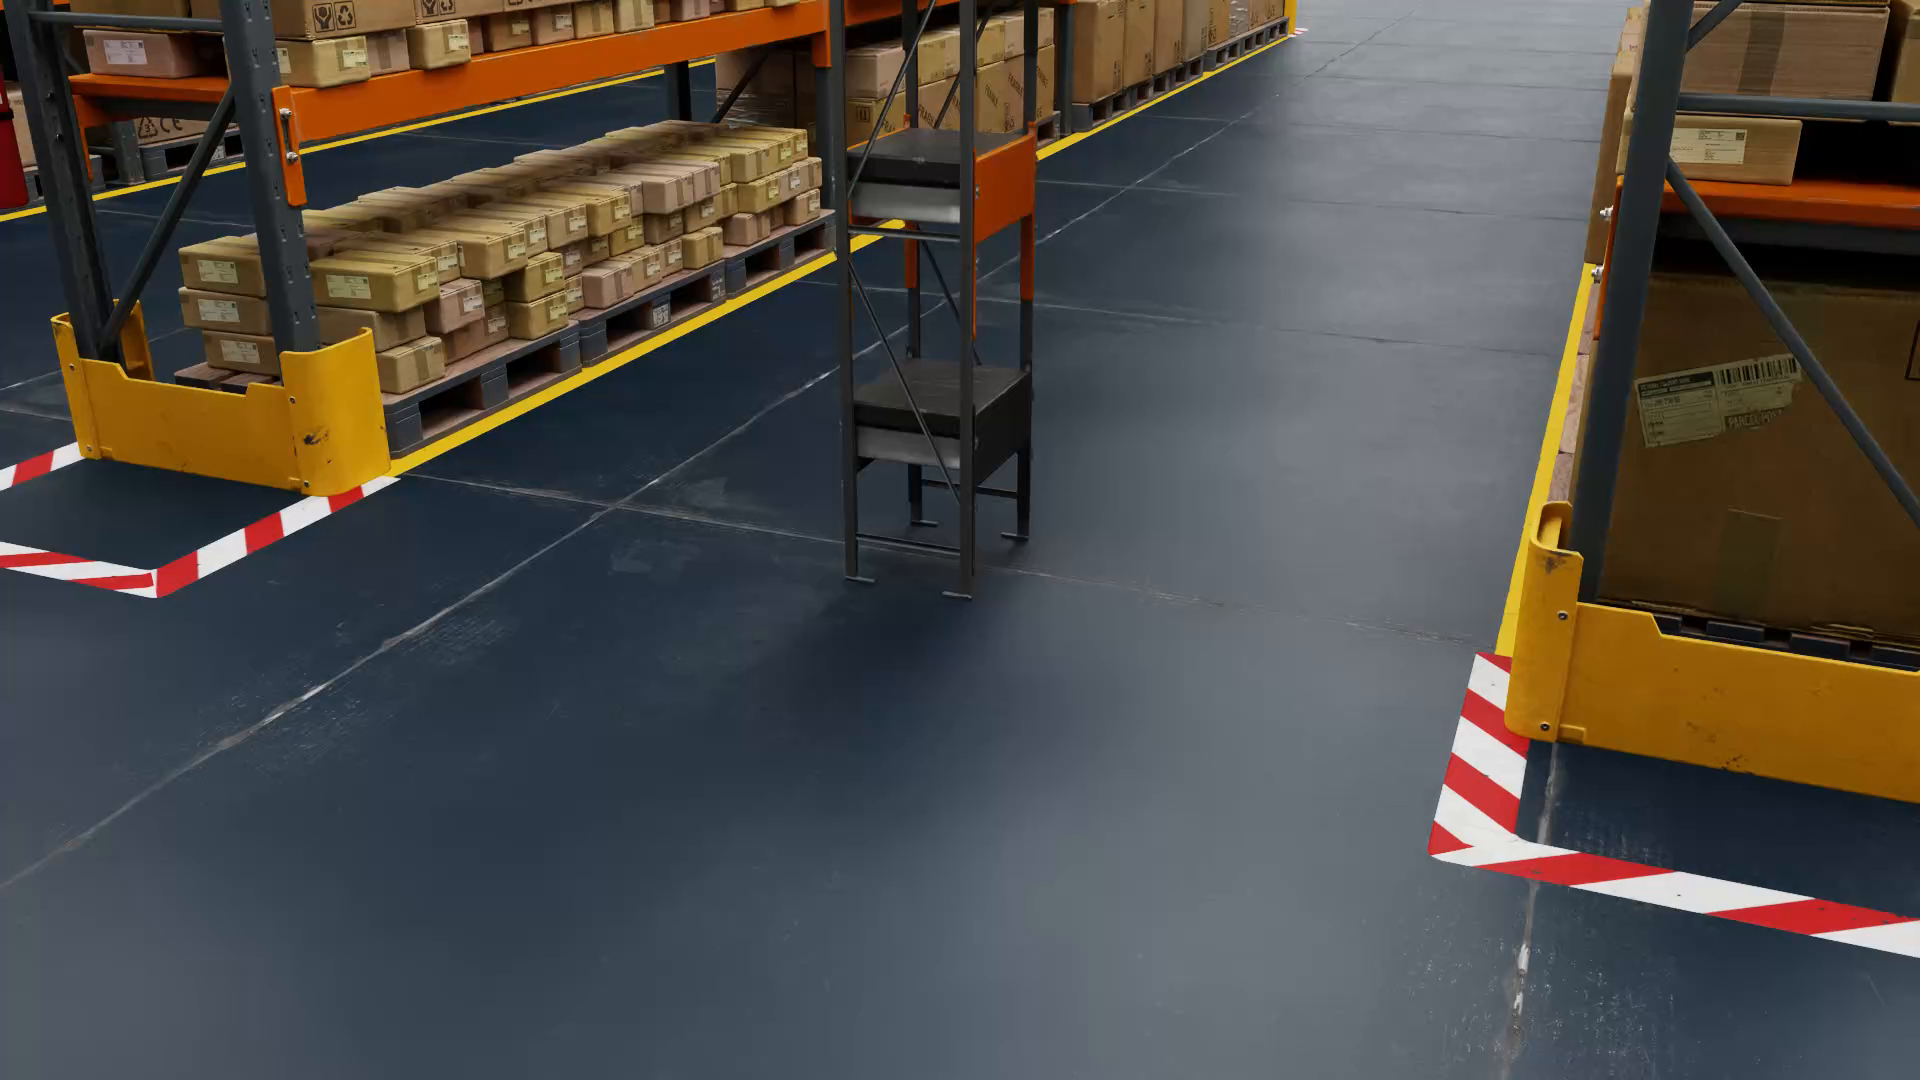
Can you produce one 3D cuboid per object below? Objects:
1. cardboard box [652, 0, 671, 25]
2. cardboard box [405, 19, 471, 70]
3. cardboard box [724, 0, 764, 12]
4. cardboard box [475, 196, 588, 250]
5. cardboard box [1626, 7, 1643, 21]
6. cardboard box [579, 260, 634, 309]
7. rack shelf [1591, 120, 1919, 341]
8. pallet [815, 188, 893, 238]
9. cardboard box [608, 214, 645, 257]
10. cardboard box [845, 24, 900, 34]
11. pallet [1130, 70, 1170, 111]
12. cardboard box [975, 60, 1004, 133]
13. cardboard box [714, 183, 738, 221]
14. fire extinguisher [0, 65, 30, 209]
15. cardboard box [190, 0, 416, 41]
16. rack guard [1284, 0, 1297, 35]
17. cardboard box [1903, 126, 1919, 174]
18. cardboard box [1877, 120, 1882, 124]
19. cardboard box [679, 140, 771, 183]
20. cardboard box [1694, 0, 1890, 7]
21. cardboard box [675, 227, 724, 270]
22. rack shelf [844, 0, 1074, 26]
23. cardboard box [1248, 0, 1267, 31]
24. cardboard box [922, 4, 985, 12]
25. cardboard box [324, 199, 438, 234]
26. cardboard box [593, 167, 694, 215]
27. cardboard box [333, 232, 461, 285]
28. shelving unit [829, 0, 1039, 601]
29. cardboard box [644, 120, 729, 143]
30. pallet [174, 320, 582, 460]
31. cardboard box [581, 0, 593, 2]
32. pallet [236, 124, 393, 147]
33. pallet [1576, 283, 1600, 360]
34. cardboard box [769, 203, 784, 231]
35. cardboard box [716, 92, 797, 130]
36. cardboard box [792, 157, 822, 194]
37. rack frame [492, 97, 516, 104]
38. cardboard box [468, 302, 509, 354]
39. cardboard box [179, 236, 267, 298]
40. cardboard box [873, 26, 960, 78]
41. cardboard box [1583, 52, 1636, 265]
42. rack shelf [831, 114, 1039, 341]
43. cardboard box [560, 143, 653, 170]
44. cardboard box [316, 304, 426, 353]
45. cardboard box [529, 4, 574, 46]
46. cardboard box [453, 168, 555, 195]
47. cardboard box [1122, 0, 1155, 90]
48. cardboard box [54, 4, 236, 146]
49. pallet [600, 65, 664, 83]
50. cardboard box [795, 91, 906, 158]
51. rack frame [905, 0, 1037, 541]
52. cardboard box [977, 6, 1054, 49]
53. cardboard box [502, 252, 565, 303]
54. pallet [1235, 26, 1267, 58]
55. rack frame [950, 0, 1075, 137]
[{"bbox_3d":[-1.503,-2.350,7.309,0.380,0.149,0.250,8,24,19],"label":"cardboard box"},{"bbox_3d":[-1.984,-1.777,5.939,0.380,0.149,0.250,8,24,19],"label":"cardboard box"},{"bbox_3d":[-1.167,-2.623,7.965,0.380,0.149,0.250,10,25,22],"label":"cardboard box"},{"bbox_3d":[-1.774,-1.316,6.892,0.380,0.149,0.250,10,25,22],"label":"cardboard box"},{"bbox_3d":[4.649,-2.724,10.092,1.225,0.875,0.875,8,24,18],"label":"cardboard box"},{"bbox_3d":[-1.639,-1.111,7.172,0.380,0.149,0.250,8,24,17],"label":"cardboard box"},{"bbox_3d":[2.696,-1.276,5.346,1.077,0.370,4.000,9,24,20],"label":"rack shelf"},{"bbox_3d":[-0.841,-2.062,9.913,1.003,0.211,1.213,9,24,20],"label":"pallet"},{"bbox_3d":[-1.640,-1.378,7.425,0.380,0.149,0.250,10,25,23],"label":"cardboard box"},{"bbox_3d":[-0.700,-3.132,10.582,0.500,0.250,0.500,8,24,18],"label":"cardboard box"},{"bbox_3d":[1.175,-3.921,14.363,1.003,0.211,1.213,9,24,20],"label":"pallet"},{"bbox_3d":[-0.022,-2.892,10.980,0.500,0.500,0.500,8,24,18],"label":"cardboard box"},{"bbox_3d":[-1.307,-1.655,8.087,0.380,0.149,0.250,9,24,21],"label":"cardboard box"},{"bbox_3d":[-3.137,-1.407,5.310,0.296,0.674,0.183,9,24,20],"label":"fire extinguisher"},{"bbox_3d":[-2.191,-1.943,5.494,0.500,0.500,0.500,10,25,23],"label":"cardboard box"},{"bbox_3d":[3.338,-6.219,19.491,1.175,0.500,0.348,9,24,20],"label":"rack guard"},{"bbox_3d":[2.485,-0.948,3.954,0.380,0.149,0.250,8,24,19],"label":"cardboard box"},{"bbox_3d":[2.771,-1.224,4.615,0.380,0.149,0.250,8,24,19],"label":"cardboard box"},{"bbox_3d":[-1.163,-1.871,8.219,0.380,0.149,0.250,9,24,20],"label":"cardboard box"},{"bbox_3d":[1.890,-1.518,3.829,0.500,0.500,0.500,9,24,21],"label":"cardboard box"},{"bbox_3d":[-1.342,-1.389,7.837,0.380,0.149,0.250,9,24,20],"label":"cardboard box"},{"bbox_3d":[-0.386,-3.454,10.560,1.077,0.370,4.000,9,24,20],"label":"rack shelf"},{"bbox_3d":[2.813,-6.010,17.959,0.875,0.875,0.875,8,24,19],"label":"cardboard box"},{"bbox_3d":[-0.124,-3.676,11.883,0.500,0.250,0.500,8,24,18],"label":"cardboard box"},{"bbox_3d":[-2.373,-1.293,6.836,0.380,0.149,0.250,8,24,18],"label":"cardboard box"},{"bbox_3d":[-1.435,-1.581,7.525,0.380,0.149,0.250,8,24,18],"label":"cardboard box"},{"bbox_3d":[-2.114,-1.046,6.245,0.380,0.149,0.250,9,24,21],"label":"cardboard box"},{"bbox_3d":[-0.062,-0.910,4.703,0.431,2.100,0.503,9,24,20],"label":"shelving unit"},{"bbox_3d":[-1.449,-2.129,8.837,0.380,0.149,0.250,10,25,22],"label":"cardboard box"},{"bbox_3d":[-2.252,-0.665,6.567,1.003,0.211,1.213,9,24,20],"label":"pallet"},{"bbox_3d":[-1.639,-2.495,6.816,0.500,0.500,0.500,8,24,19],"label":"cardboard box"},{"bbox_3d":[-5.094,-3.181,12.591,1.003,0.211,1.213,9,24,20],"label":"pallet"},{"bbox_3d":[3.084,-0.776,6.834,1.003,0.211,1.213,9,24,20],"label":"pallet"},{"bbox_3d":[-1.132,-1.678,8.530,0.380,0.149,0.250,9,24,22],"label":"cardboard box"},{"bbox_3d":[-1.088,-2.411,9.829,0.500,0.500,0.500,8,24,19],"label":"cardboard box"},{"bbox_3d":[-0.951,-1.927,8.740,0.380,0.149,0.250,9,24,21],"label":"cardboard box"},{"bbox_3d":[-4.276,-5.174,13.745,1.000,3.000,0.127,9,24,20],"label":"rack frame"},{"bbox_3d":[-2.016,-0.854,6.556,0.380,0.149,0.250,9,24,21],"label":"cardboard box"},{"bbox_3d":[-2.653,-1.017,6.175,0.380,0.149,0.250,9,24,21],"label":"cardboard box"},{"bbox_3d":[-0.220,-3.056,10.399,0.500,0.250,0.500,10,25,22],"label":"cardboard box"},{"bbox_3d":[3.658,-1.769,7.805,1.225,0.875,0.875,9,24,20],"label":"cardboard box"},{"bbox_3d":[-0.062,-0.897,4.709,0.431,0.518,0.480,9,24,20],"label":"rack shelf"},{"bbox_3d":[-1.730,-1.845,8.157,0.380,0.149,0.250,8,24,19],"label":"cardboard box"},{"bbox_3d":[-2.182,-0.805,6.053,0.380,0.149,0.250,10,25,22],"label":"cardboard box"},{"bbox_3d":[-1.774,-2.067,6.634,0.380,0.149,0.250,8,24,19],"label":"cardboard box"},{"bbox_3d":[-2.053,-1.574,7.507,0.380,0.149,0.250,9,24,20],"label":"cardboard box"},{"bbox_3d":[0.988,-4.175,13.728,1.050,0.750,0.750,9,24,21],"label":"cardboard box"},{"bbox_3d":[-5.606,-3.189,11.205,0.875,0.875,0.875,10,25,22],"label":"cardboard box"},{"bbox_3d":[-3.530,-4.602,15.993,1.003,0.211,1.213,9,24,20],"label":"pallet"},{"bbox_3d":[-0.608,-2.337,9.651,0.500,0.500,0.500,10,25,22],"label":"cardboard box"},{"bbox_3d":[0.029,-0.997,4.913,0.400,2.100,0.015,9,24,20],"label":"rack frame"},{"bbox_3d":[0.346,-3.605,11.715,0.500,0.250,0.500,8,24,19],"label":"cardboard box"},{"bbox_3d":[-1.823,-1.071,6.691,0.380,0.149,0.250,10,25,22],"label":"cardboard box"},{"bbox_3d":[2.650,-5.345,17.772,1.003,0.211,1.213,9,24,20],"label":"pallet"},{"bbox_3d":[0.357,-4.501,12.135,1.000,3.000,0.127,9,24,20],"label":"rack frame"}]
